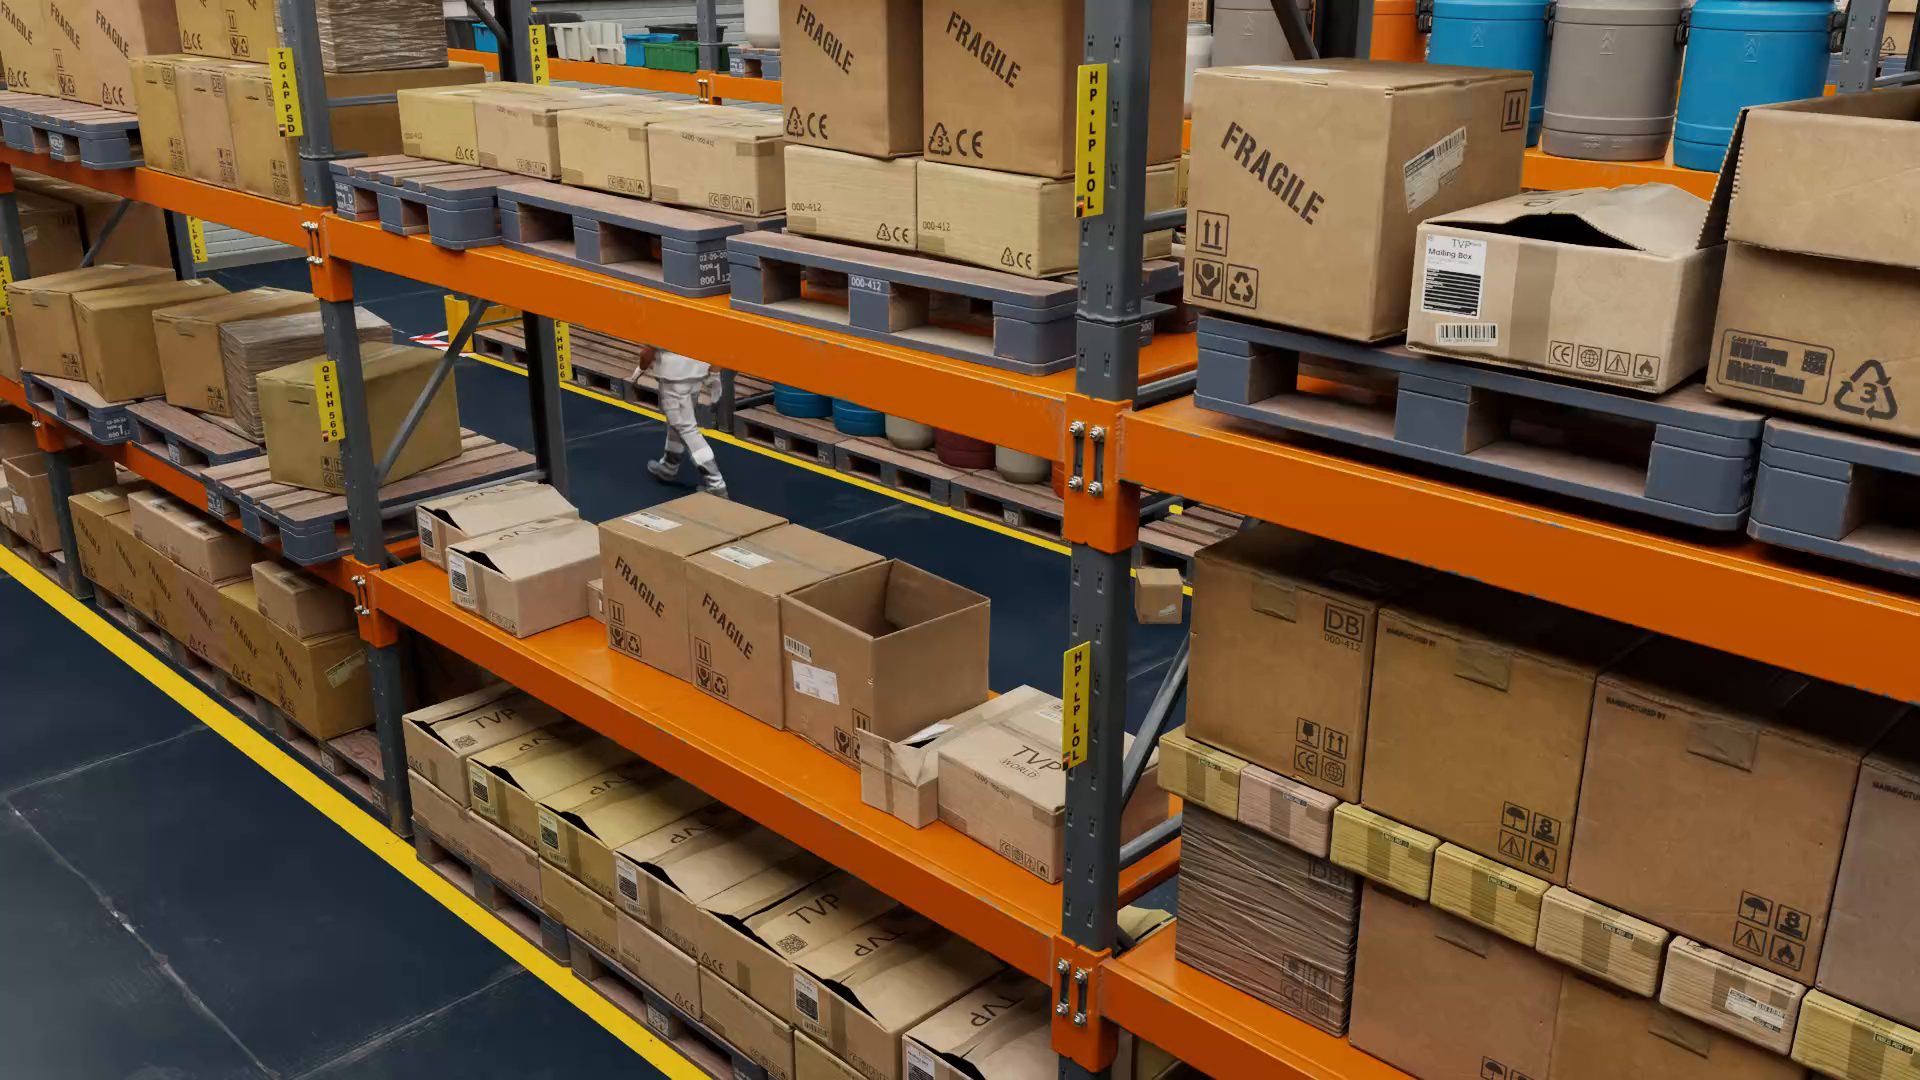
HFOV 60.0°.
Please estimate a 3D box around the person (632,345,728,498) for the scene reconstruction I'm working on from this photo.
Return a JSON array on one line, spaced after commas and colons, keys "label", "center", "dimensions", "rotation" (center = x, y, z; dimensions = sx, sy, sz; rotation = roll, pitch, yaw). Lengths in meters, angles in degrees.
[{"label": "person", "center": [-1.986, -1.164, 11.688], "dimensions": [1.058, 1.741, 0.524], "rotation": [18, 27, 40]}]
